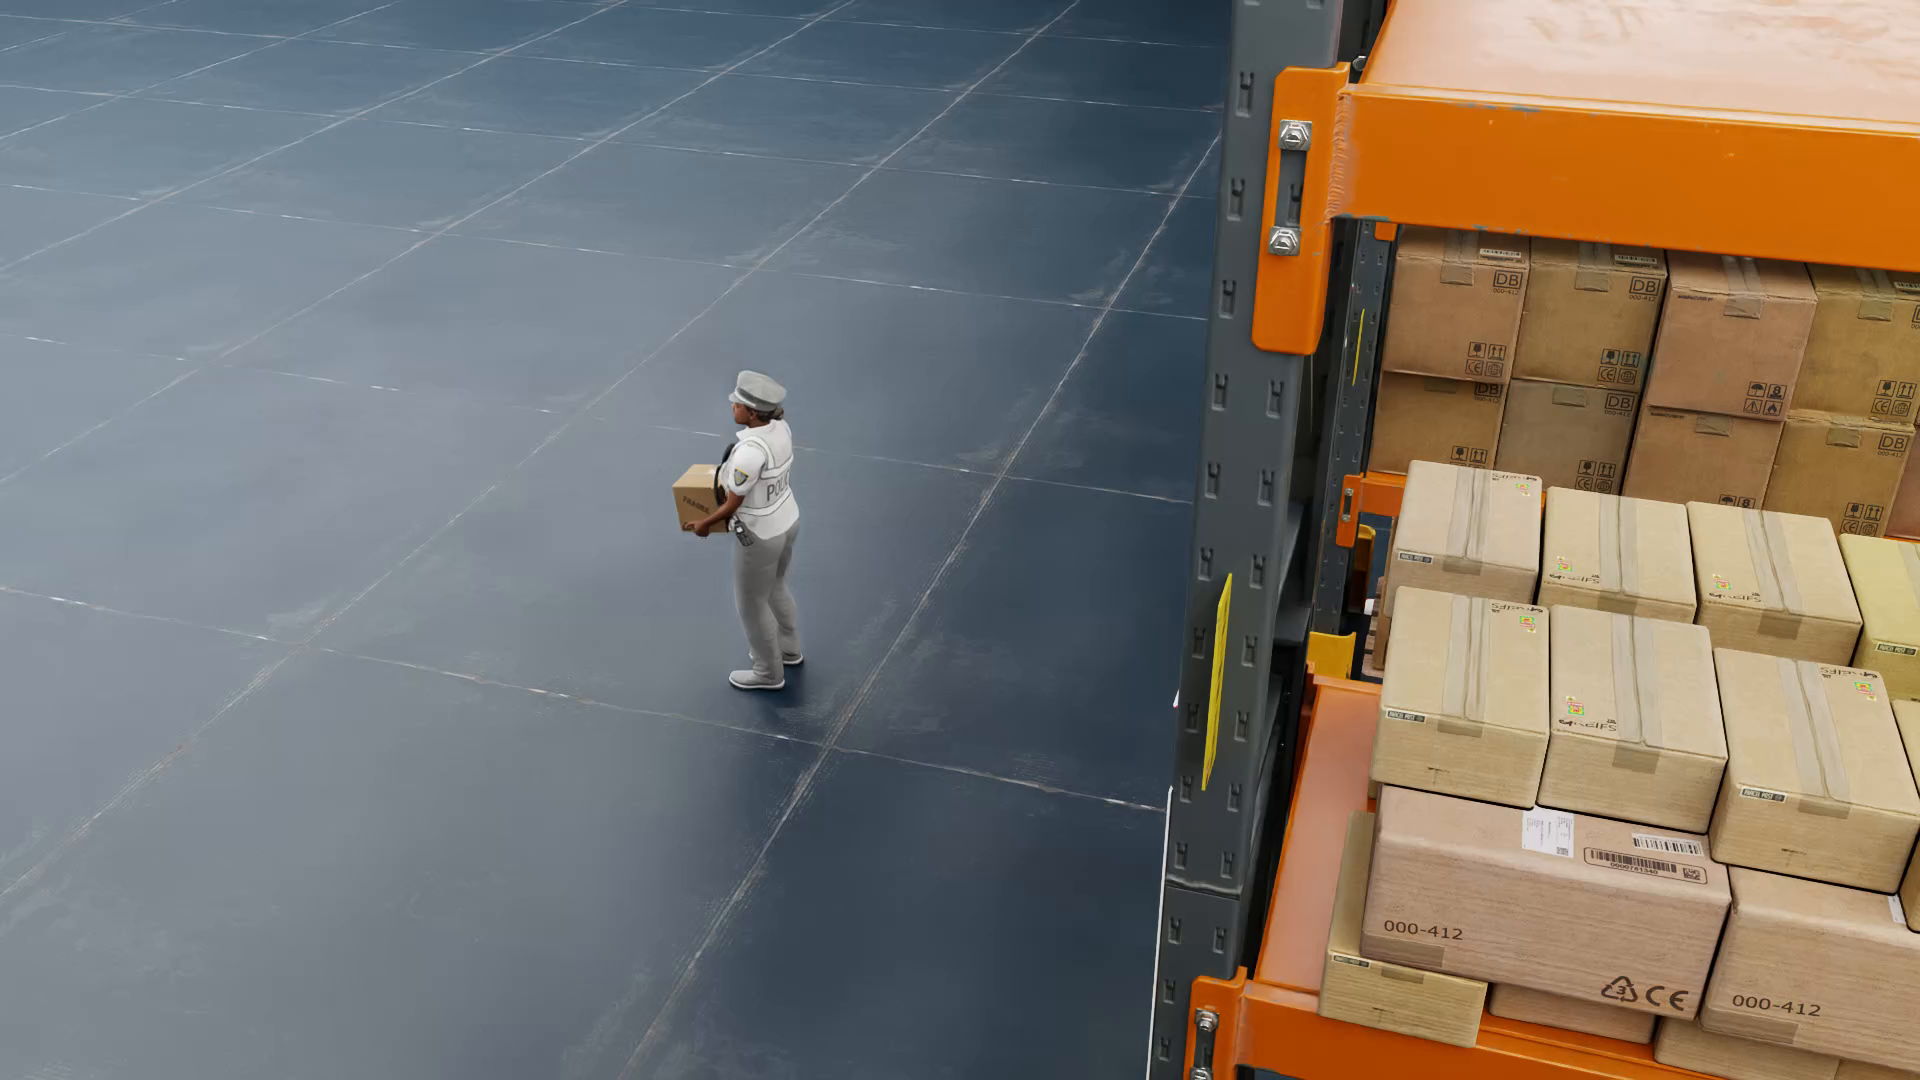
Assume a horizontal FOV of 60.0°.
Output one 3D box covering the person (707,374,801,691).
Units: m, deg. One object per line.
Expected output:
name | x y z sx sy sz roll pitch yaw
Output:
person | -0.987 -0.034 8.189 0.397 1.658 0.527 7 30 12
